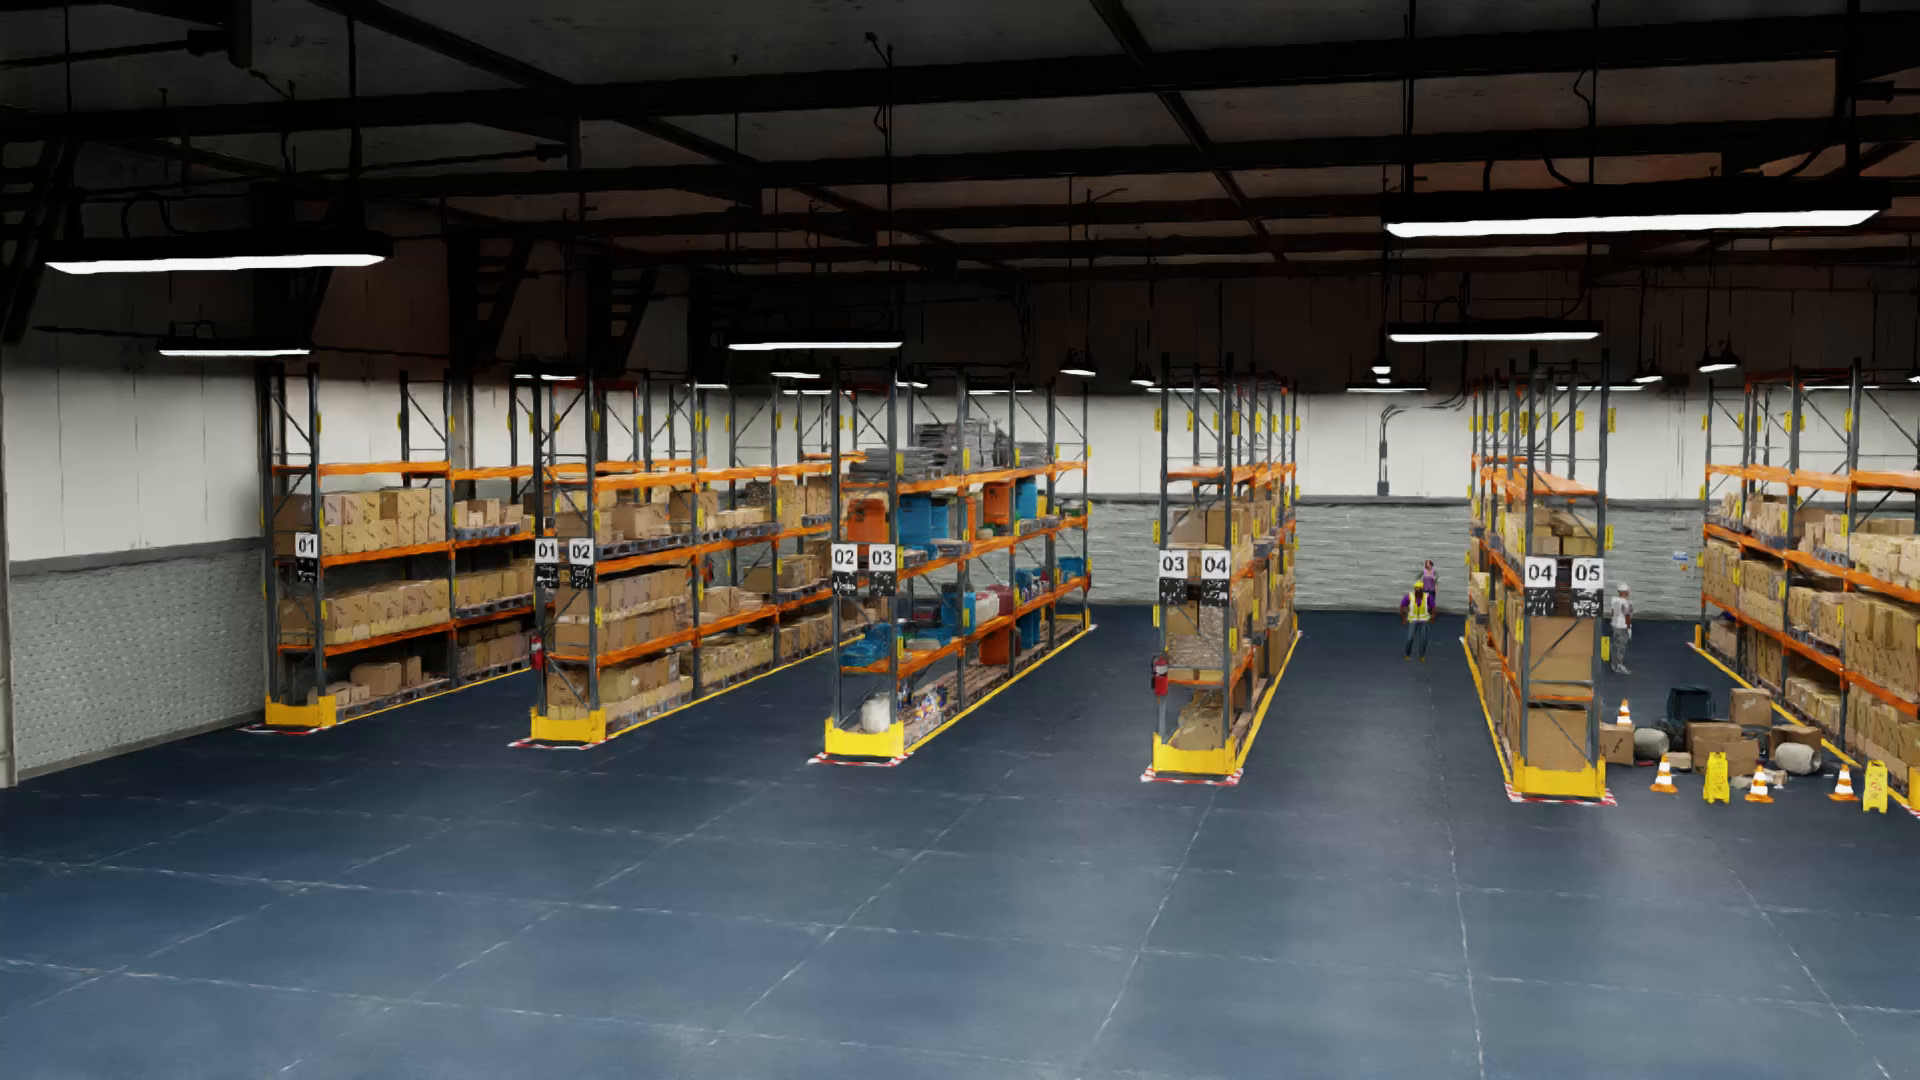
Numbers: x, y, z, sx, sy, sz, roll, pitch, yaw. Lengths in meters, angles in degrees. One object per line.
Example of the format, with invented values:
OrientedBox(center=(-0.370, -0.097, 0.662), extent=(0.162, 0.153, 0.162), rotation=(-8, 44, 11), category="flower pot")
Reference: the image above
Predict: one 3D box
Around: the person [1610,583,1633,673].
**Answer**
OrientedBox(center=(13.257, 1.747, 33.293), extent=(0.409, 1.788, 0.666), rotation=(0, 4, -7), category="person")

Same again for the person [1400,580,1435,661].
OrientedBox(center=(9.617, 1.696, 34.950), extent=(0.719, 1.714, 0.577), rotation=(1, 4, 13), category="person")

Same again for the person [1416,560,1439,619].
OrientedBox(center=(11.939, 1.260, 42.463), extent=(0.566, 1.526, 0.519), rotation=(1, 4, 12), category="person")

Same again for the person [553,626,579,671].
OrientedBox(center=(-7.022, 2.040, 29.705), extent=(0.575, 1.696, 1.175), rotation=(1, 4, 17), category="person")

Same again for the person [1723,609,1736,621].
OrientedBox(center=(18.071, 1.448, 38.892), extent=(0.459, 1.623, 0.642), rotation=(-1, 4, -17), category="person")
